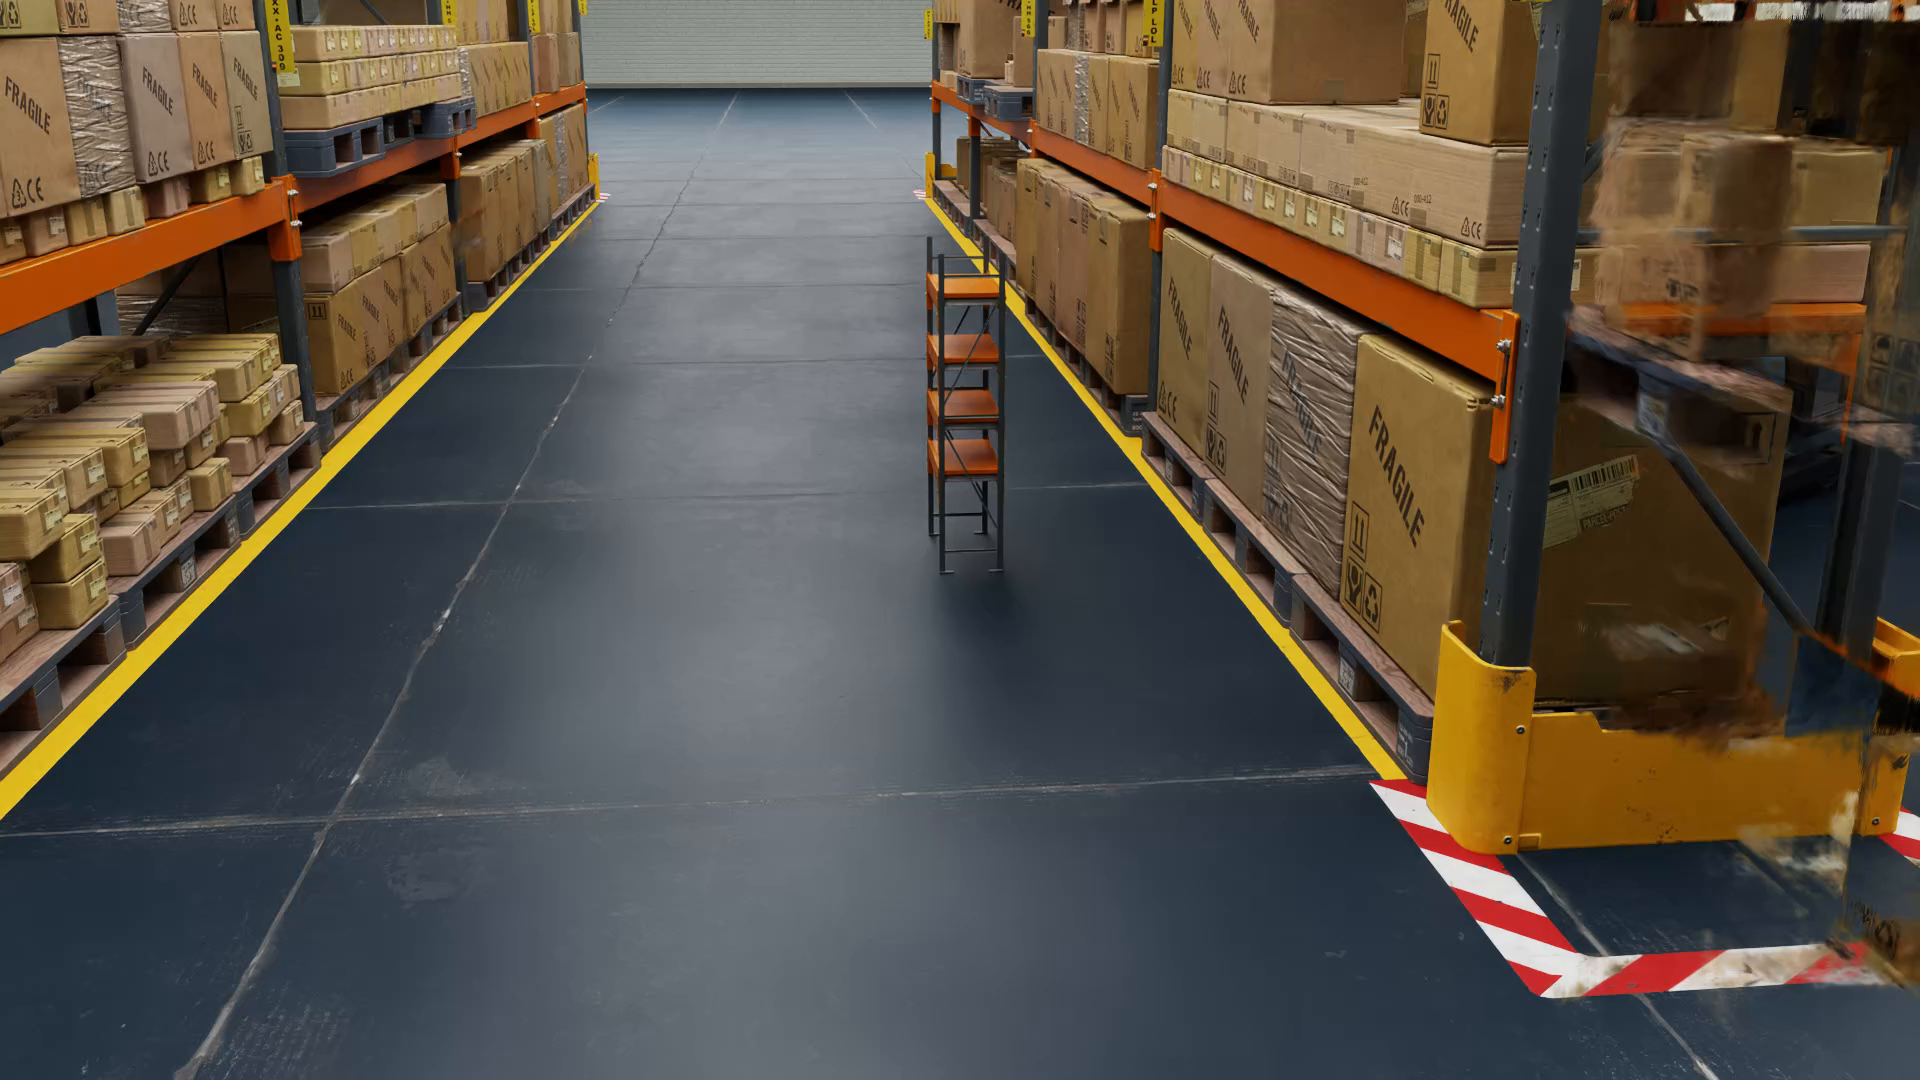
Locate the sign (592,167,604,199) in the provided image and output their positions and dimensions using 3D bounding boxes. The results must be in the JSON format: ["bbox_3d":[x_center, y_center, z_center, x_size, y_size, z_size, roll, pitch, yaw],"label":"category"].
[{"bbox_3d":[-4.220,-6.038,18.574,0.100,0.325,0.005,-2,18,-6],"label":"sign"}]

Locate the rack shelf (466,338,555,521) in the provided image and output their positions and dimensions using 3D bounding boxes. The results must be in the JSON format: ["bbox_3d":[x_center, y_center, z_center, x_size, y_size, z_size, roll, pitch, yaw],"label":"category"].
[{"bbox_3d":[-4.143,-3.229,13.156,1.077,0.370,4.000,-2,18,-6],"label":"rack shelf"}]

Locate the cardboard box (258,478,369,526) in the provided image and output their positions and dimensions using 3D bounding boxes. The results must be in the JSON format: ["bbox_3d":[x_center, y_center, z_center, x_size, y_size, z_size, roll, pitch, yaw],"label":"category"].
[{"bbox_3d":[-3.189,-2.515,8.404,0.380,0.149,0.250,-2,18,-6],"label":"cardboard box"}]

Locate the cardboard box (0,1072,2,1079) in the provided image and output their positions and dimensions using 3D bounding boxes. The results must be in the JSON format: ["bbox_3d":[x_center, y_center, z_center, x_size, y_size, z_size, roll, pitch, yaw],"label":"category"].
[{"bbox_3d":[-3.030,-1.043,5.411,0.380,0.149,0.250,-1,17,-4],"label":"cardboard box"}]

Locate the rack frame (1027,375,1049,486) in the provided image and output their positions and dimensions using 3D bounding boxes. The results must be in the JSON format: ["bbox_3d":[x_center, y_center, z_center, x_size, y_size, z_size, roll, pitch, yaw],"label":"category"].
[{"bbox_3d":[0.595,-4.292,15.339,1.000,3.000,0.127,-2,18,-6],"label":"rack frame"}]

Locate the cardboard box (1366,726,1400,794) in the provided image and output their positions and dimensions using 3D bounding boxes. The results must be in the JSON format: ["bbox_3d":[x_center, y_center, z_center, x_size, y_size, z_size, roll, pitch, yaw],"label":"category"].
[{"bbox_3d":[1.147,-1.612,7.222,0.380,0.149,0.250,-2,18,-7],"label":"cardboard box"}]

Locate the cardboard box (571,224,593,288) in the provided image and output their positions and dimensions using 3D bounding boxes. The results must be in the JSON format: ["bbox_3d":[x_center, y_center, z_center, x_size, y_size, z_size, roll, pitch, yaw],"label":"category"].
[{"bbox_3d":[-4.600,-5.159,17.853,0.875,0.550,0.550,-2,18,-6],"label":"cardboard box"}]

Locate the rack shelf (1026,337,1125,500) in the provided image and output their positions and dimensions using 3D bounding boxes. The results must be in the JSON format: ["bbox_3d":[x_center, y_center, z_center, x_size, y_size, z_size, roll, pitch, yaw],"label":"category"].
[{"bbox_3d":[0.801,-3.352,13.549,1.077,0.370,4.000,-2,18,-6],"label":"rack shelf"}]

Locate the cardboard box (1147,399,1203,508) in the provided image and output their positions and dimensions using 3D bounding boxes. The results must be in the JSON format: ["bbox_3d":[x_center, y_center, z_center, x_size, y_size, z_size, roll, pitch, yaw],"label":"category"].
[{"bbox_3d":[0.843,-2.841,10.551,0.500,0.500,0.500,-2,18,-7],"label":"cardboard box"}]

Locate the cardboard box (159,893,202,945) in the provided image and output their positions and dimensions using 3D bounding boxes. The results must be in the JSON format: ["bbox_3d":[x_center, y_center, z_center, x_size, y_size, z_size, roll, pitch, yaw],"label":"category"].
[{"bbox_3d":[-3.851,-1.005,8.344,0.500,0.500,0.500,-2,18,-7],"label":"cardboard box"}]

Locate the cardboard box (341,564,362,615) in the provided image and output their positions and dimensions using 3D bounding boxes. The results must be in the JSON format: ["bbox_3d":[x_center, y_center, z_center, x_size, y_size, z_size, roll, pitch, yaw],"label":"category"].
[{"bbox_3d":[-3.163,-2.154,8.249,0.380,0.149,0.250,-2,18,-5],"label":"cardboard box"}]

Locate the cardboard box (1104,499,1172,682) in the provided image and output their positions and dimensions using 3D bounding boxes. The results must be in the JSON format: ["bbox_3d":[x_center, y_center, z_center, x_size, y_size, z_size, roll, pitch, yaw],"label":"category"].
[{"bbox_3d":[1.058,-2.080,11.141,1.225,0.875,0.875,-3,18,-8],"label":"cardboard box"}]

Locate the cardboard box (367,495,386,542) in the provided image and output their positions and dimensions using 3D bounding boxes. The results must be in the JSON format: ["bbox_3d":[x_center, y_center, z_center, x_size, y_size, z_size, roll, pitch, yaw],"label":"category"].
[{"bbox_3d":[-3.220,-2.451,8.697,0.380,0.149,0.250,-1,17,-3],"label":"cardboard box"}]

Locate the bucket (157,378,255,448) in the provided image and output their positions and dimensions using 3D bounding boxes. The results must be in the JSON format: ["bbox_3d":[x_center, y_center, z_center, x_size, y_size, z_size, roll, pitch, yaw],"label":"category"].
[{"bbox_3d":[-6.656,-3.301,15.112,0.726,0.611,0.620,4,28,13],"label":"bucket"}]

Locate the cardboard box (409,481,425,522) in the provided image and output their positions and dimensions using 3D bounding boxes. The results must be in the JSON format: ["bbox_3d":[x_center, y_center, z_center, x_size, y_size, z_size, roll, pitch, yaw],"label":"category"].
[{"bbox_3d":[-3.301,-2.542,9.485,0.380,0.149,0.250,-1,17,-4],"label":"cardboard box"}]

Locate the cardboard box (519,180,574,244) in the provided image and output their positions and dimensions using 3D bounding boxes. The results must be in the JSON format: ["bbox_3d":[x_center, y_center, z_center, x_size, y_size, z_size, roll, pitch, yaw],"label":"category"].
[{"bbox_3d":[-4.507,-5.349,16.655,0.875,0.550,0.500,-2,18,-6],"label":"cardboard box"}]

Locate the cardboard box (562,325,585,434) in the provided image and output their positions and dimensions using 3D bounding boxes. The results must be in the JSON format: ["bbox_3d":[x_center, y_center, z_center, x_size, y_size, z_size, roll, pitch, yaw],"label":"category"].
[{"bbox_3d":[-4.441,-3.813,16.661,0.875,0.875,0.875,-2,18,-5],"label":"cardboard box"}]

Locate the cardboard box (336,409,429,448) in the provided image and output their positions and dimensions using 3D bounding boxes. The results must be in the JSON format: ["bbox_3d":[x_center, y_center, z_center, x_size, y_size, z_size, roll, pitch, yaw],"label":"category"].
[{"bbox_3d":[-3.329,-2.905,9.647,0.380,0.149,0.250,-2,18,-6],"label":"cardboard box"}]

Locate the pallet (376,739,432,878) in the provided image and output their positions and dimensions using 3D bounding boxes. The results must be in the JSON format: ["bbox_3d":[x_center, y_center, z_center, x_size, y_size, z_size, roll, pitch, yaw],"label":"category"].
[{"bbox_3d":[-3.735,-1.051,9.672,1.003,0.211,1.213,-2,18,-6],"label":"pallet"}]

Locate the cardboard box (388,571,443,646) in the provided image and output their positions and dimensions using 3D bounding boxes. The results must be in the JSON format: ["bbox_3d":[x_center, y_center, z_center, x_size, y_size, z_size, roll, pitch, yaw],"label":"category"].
[{"bbox_3d":[-3.542,-1.996,10.249,0.500,0.250,0.500,-2,17,-5],"label":"cardboard box"}]

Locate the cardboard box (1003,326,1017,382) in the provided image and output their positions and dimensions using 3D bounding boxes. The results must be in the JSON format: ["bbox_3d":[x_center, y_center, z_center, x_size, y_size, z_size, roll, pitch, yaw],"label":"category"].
[{"bbox_3d":[0.230,-4.304,18.852,0.500,0.500,0.500,1,17,5],"label":"cardboard box"}]

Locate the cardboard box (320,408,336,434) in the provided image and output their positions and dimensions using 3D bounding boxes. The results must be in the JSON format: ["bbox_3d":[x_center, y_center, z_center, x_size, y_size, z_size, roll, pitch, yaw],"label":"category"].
[{"bbox_3d":[-4.056,-2.968,10.345,0.380,0.149,0.250,-1,17,-3],"label":"cardboard box"}]

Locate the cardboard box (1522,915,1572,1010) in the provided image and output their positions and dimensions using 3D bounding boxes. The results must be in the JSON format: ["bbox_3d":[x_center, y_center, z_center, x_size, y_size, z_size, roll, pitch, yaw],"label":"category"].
[{"bbox_3d":[1.282,-1.225,5.992,0.380,0.149,0.250,-2,18,-7],"label":"cardboard box"}]

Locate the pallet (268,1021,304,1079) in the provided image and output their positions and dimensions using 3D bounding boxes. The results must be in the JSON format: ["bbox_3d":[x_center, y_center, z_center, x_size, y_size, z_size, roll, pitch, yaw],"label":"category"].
[{"bbox_3d":[-3.419,-0.256,7.139,1.003,0.211,1.213,-2,18,-6],"label":"pallet"}]

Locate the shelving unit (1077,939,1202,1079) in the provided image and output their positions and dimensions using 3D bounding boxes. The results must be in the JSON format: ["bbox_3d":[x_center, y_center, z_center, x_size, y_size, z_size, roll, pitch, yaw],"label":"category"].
[{"bbox_3d":[0.017,-0.523,6.340,0.258,1.200,0.503,-2,18,-6],"label":"shelving unit"}]

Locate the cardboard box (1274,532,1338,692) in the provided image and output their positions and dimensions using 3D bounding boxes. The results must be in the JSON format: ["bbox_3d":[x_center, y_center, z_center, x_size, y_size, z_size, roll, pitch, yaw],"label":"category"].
[{"bbox_3d":[1.100,-2.087,8.149,0.500,0.500,0.500,-2,18,-5],"label":"cardboard box"}]

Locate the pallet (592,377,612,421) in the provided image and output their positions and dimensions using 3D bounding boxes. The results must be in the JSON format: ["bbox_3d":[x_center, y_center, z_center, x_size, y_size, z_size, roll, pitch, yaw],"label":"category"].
[{"bbox_3d":[-4.601,-3.794,18.409,1.003,0.211,1.213,-2,18,-6],"label":"pallet"}]

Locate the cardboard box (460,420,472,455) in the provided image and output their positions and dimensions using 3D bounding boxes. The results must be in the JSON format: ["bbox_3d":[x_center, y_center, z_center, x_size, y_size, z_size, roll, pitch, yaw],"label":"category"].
[{"bbox_3d":[-3.428,-2.924,10.703,0.380,0.149,0.250,-1,17,-5],"label":"cardboard box"}]

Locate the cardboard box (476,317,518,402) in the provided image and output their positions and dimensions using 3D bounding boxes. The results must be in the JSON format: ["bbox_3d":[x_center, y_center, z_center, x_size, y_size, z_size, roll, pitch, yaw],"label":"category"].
[{"bbox_3d":[-3.870,-3.617,13.022,0.500,0.500,0.500,-2,18,-6],"label":"cardboard box"}]

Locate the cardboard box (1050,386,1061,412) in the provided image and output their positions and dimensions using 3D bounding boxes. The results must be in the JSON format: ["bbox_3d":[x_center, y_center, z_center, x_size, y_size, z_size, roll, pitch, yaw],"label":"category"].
[{"bbox_3d":[0.594,-3.420,16.034,0.500,0.500,0.500,-2,18,-7],"label":"cardboard box"}]

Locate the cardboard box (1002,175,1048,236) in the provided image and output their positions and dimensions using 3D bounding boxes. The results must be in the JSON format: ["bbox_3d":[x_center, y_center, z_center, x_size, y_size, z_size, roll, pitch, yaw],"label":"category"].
[{"bbox_3d":[0.171,-5.382,16.479,0.500,0.500,0.500,-2,18,-6],"label":"cardboard box"}]

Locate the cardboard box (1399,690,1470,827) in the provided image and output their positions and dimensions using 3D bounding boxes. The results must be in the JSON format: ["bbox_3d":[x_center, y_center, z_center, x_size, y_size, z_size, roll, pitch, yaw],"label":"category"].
[{"bbox_3d":[1.254,-1.682,6.781,0.500,0.250,0.500,-2,18,-6],"label":"cardboard box"}]

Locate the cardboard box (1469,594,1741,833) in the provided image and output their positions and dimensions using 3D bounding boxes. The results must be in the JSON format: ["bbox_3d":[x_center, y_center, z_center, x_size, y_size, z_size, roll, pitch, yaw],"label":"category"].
[{"bbox_3d":[1.317,-1.884,6.171,0.500,0.500,0.500,-2,18,-7],"label":"cardboard box"}]

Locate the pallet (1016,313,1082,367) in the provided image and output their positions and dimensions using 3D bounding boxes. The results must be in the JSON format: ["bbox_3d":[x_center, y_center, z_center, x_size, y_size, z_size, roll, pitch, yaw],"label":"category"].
[{"bbox_3d":[0.529,-3.968,14.628,1.003,0.211,1.213,-2,18,-6],"label":"pallet"}]

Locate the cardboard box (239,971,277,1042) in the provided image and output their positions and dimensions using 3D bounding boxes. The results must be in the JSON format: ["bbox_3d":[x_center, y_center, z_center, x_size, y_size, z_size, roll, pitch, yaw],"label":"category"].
[{"bbox_3d":[-3.175,-0.683,7.407,0.380,0.149,0.250,-1,17,-5],"label":"cardboard box"}]

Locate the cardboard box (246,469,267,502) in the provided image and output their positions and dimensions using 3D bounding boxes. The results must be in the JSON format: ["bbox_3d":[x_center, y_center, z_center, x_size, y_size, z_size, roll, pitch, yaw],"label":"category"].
[{"bbox_3d":[-3.920,-2.585,9.125,0.380,0.149,0.250,-1,17,-4],"label":"cardboard box"}]

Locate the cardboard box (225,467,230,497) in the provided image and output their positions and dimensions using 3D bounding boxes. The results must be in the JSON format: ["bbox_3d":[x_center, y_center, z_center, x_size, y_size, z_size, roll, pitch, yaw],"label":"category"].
[{"bbox_3d":[-3.862,-2.571,8.585,0.380,0.149,0.250,-2,18,-7],"label":"cardboard box"}]

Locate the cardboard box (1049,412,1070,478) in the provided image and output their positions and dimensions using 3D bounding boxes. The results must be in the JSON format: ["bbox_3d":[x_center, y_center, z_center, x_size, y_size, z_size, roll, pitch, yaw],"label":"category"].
[{"bbox_3d":[0.637,-3.125,15.063,0.700,0.500,0.500,-3,18,-10],"label":"cardboard box"}]

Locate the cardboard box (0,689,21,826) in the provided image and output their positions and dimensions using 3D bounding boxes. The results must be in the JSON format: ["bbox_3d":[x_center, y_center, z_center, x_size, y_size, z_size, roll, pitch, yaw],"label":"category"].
[{"bbox_3d":[-3.039,-1.859,5.259,0.500,0.500,0.500,-2,18,-7],"label":"cardboard box"}]

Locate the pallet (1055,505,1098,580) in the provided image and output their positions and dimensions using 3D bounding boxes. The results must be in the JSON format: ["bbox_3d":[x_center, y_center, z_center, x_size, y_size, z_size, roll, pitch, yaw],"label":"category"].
[{"bbox_3d":[0.806,-2.365,13.857,1.003,0.211,1.213,-2,18,-6],"label":"pallet"}]

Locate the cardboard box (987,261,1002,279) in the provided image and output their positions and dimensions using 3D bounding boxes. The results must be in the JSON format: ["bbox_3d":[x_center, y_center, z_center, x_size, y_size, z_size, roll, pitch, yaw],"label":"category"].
[{"bbox_3d":[-0.008,-5.121,18.401,0.380,0.149,0.250,-2,18,-6],"label":"cardboard box"}]

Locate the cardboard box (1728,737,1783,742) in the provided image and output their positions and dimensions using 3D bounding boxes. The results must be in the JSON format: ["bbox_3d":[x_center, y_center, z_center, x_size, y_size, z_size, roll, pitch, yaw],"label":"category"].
[{"bbox_3d":[1.783,-1.701,6.841,0.500,0.250,0.500,-1,17,-4],"label":"cardboard box"}]

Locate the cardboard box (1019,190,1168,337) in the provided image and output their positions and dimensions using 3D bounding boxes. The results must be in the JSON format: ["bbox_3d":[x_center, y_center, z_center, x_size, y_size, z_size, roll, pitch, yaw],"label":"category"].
[{"bbox_3d":[0.538,-4.537,14.418,1.000,1.000,1.000,-2,18,-5],"label":"cardboard box"}]

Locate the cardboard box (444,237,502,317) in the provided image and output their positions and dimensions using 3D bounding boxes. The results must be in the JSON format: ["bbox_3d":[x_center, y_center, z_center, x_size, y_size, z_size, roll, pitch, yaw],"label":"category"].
[{"bbox_3d":[-4.185,-4.242,13.344,0.700,0.500,0.500,-2,18,-5],"label":"cardboard box"}]

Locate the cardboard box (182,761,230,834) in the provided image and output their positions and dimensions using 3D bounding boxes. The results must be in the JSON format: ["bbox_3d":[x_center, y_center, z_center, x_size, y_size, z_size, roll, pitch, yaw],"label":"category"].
[{"bbox_3d":[-3.127,-1.514,6.911,0.380,0.149,0.250,-2,18,-7],"label":"cardboard box"}]

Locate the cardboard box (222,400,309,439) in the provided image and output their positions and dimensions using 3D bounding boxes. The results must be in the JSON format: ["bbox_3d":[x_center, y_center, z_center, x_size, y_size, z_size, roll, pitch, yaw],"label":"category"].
[{"bbox_3d":[-4.003,-2.965,9.839,0.380,0.149,0.250,-3,18,-8],"label":"cardboard box"}]

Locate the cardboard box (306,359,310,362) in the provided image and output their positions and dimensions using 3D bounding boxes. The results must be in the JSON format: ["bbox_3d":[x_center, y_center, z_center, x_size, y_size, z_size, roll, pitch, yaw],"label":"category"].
[{"bbox_3d":[-4.300,-3.299,12.010,0.500,0.500,0.500,-2,18,-6],"label":"cardboard box"}]

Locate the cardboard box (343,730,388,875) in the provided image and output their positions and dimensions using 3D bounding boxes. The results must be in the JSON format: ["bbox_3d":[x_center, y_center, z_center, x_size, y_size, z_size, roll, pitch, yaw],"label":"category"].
[{"bbox_3d":[-3.392,-1.179,8.895,0.500,0.500,0.500,-1,17,-3],"label":"cardboard box"}]

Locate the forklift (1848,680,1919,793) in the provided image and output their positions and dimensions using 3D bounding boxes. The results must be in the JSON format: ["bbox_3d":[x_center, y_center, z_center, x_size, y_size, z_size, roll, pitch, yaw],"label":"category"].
[{"bbox_3d":[3.415,-1.723,7.273,3.031,2.935,1.130,-15,23,-40],"label":"forklift"}]

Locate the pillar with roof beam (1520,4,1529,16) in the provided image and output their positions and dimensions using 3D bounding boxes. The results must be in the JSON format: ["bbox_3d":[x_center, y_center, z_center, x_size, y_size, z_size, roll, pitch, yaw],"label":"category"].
[{"bbox_3d":[9.138,-15.640,41.472,9.100,9.000,0.400,-2,18,-6],"label":"pillar with roof beam"}]

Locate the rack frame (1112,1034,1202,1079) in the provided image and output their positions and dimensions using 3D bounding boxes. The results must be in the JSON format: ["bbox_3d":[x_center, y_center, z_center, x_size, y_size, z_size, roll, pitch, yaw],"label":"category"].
[{"bbox_3d":[0.042,-0.450,6.109,0.240,1.200,0.015,-2,18,-6],"label":"rack frame"}]

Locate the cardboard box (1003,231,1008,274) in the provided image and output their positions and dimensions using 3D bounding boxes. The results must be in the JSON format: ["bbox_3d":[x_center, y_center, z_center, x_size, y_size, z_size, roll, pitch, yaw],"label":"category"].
[{"bbox_3d":[0.391,-5.213,17.609,0.875,0.500,0.500,-2,18,-6],"label":"cardboard box"}]

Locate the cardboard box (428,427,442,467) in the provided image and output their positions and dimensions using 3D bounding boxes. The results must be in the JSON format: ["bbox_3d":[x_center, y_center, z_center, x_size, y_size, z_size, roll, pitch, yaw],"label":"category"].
[{"bbox_3d":[-3.348,-2.834,9.917,0.380,0.149,0.250,-2,18,-6],"label":"cardboard box"}]

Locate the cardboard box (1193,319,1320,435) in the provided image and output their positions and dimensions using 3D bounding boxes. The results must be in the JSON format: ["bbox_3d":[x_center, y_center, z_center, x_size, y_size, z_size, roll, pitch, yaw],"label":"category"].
[{"bbox_3d":[1.131,-3.214,10.064,0.797,0.503,0.637,-1,17,-4],"label":"cardboard box"}]

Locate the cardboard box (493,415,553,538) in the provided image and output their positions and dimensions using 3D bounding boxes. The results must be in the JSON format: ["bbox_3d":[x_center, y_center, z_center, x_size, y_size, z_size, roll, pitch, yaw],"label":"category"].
[{"bbox_3d":[-4.100,-2.826,13.725,1.050,0.750,0.750,-2,18,-6],"label":"cardboard box"}]

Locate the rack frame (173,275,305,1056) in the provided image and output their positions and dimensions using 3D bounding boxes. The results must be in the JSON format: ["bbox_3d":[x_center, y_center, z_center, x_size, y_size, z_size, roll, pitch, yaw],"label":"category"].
[{"bbox_3d":[-3.524,-1.785,7.355,1.000,3.000,0.127,-2,18,-6],"label":"rack frame"}]
